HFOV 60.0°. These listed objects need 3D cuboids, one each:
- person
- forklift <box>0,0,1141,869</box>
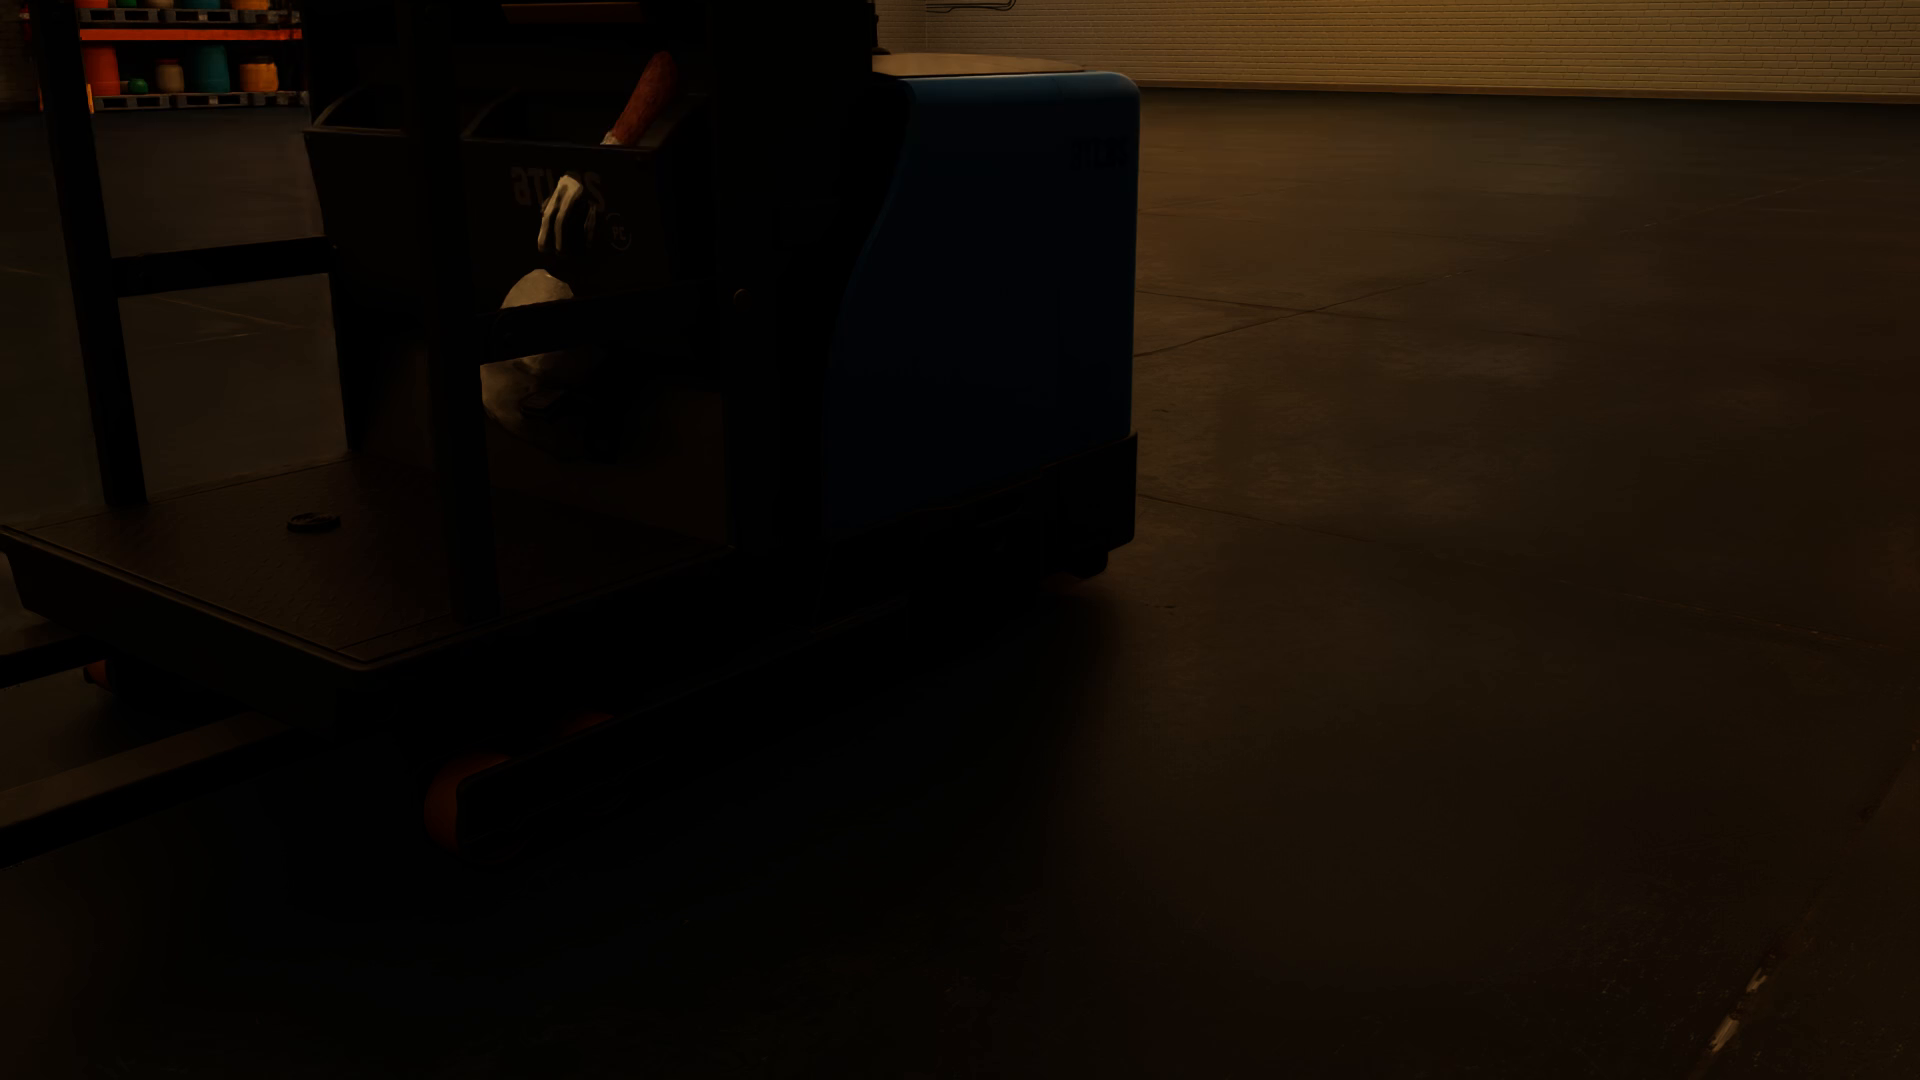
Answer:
[{"bbox_3d":[-0.668,-0.681,2.947,0.674,1.568,0.778,-3,17,-9],"label":"person"},{"bbox_3d":[-0.908,-1.095,2.504,1.130,2.935,3.031,13,21,36],"label":"forklift"}]
